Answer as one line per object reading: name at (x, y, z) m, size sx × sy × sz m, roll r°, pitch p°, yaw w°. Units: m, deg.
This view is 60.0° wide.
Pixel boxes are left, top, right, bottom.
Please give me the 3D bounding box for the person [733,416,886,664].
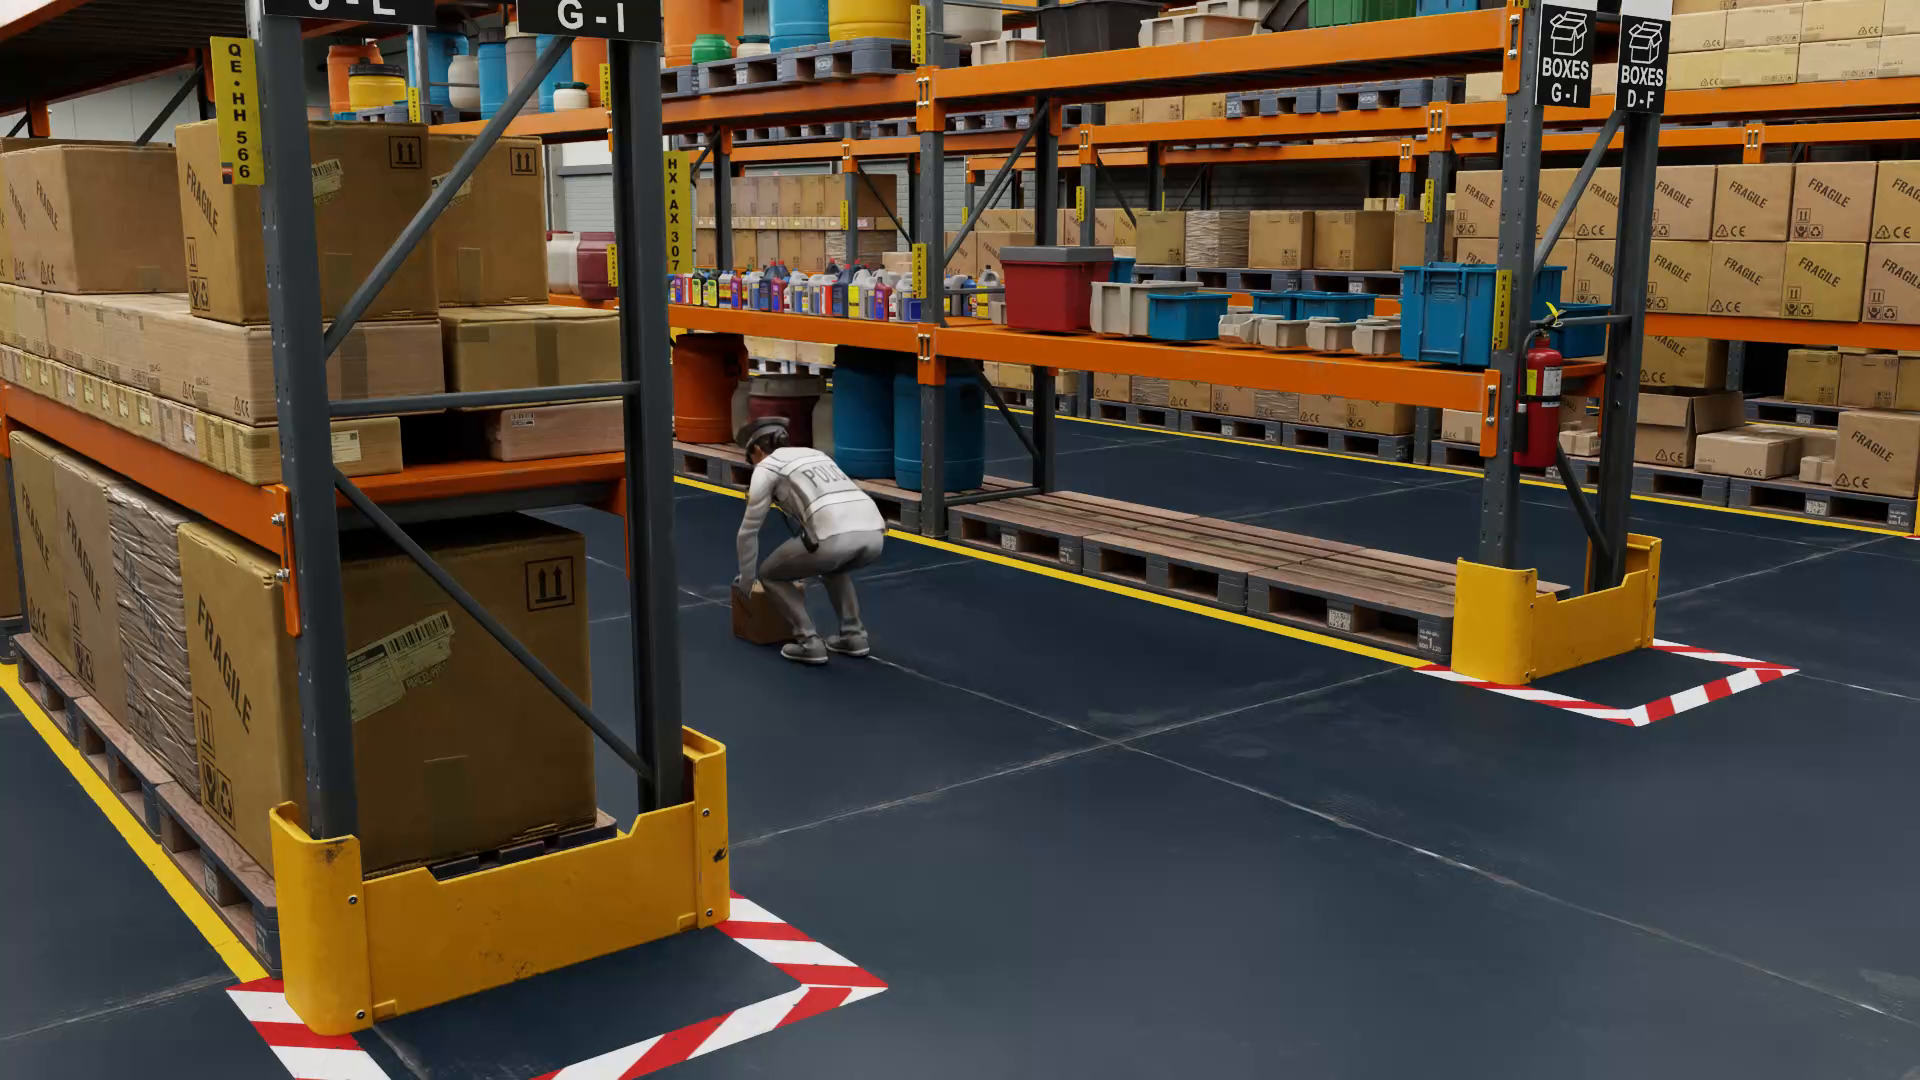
person at (-0.708, -0.008, 7.526) m, size 0.505 × 1.075 × 0.827 m, roll -9°, pitch 14°, yaw -38°
